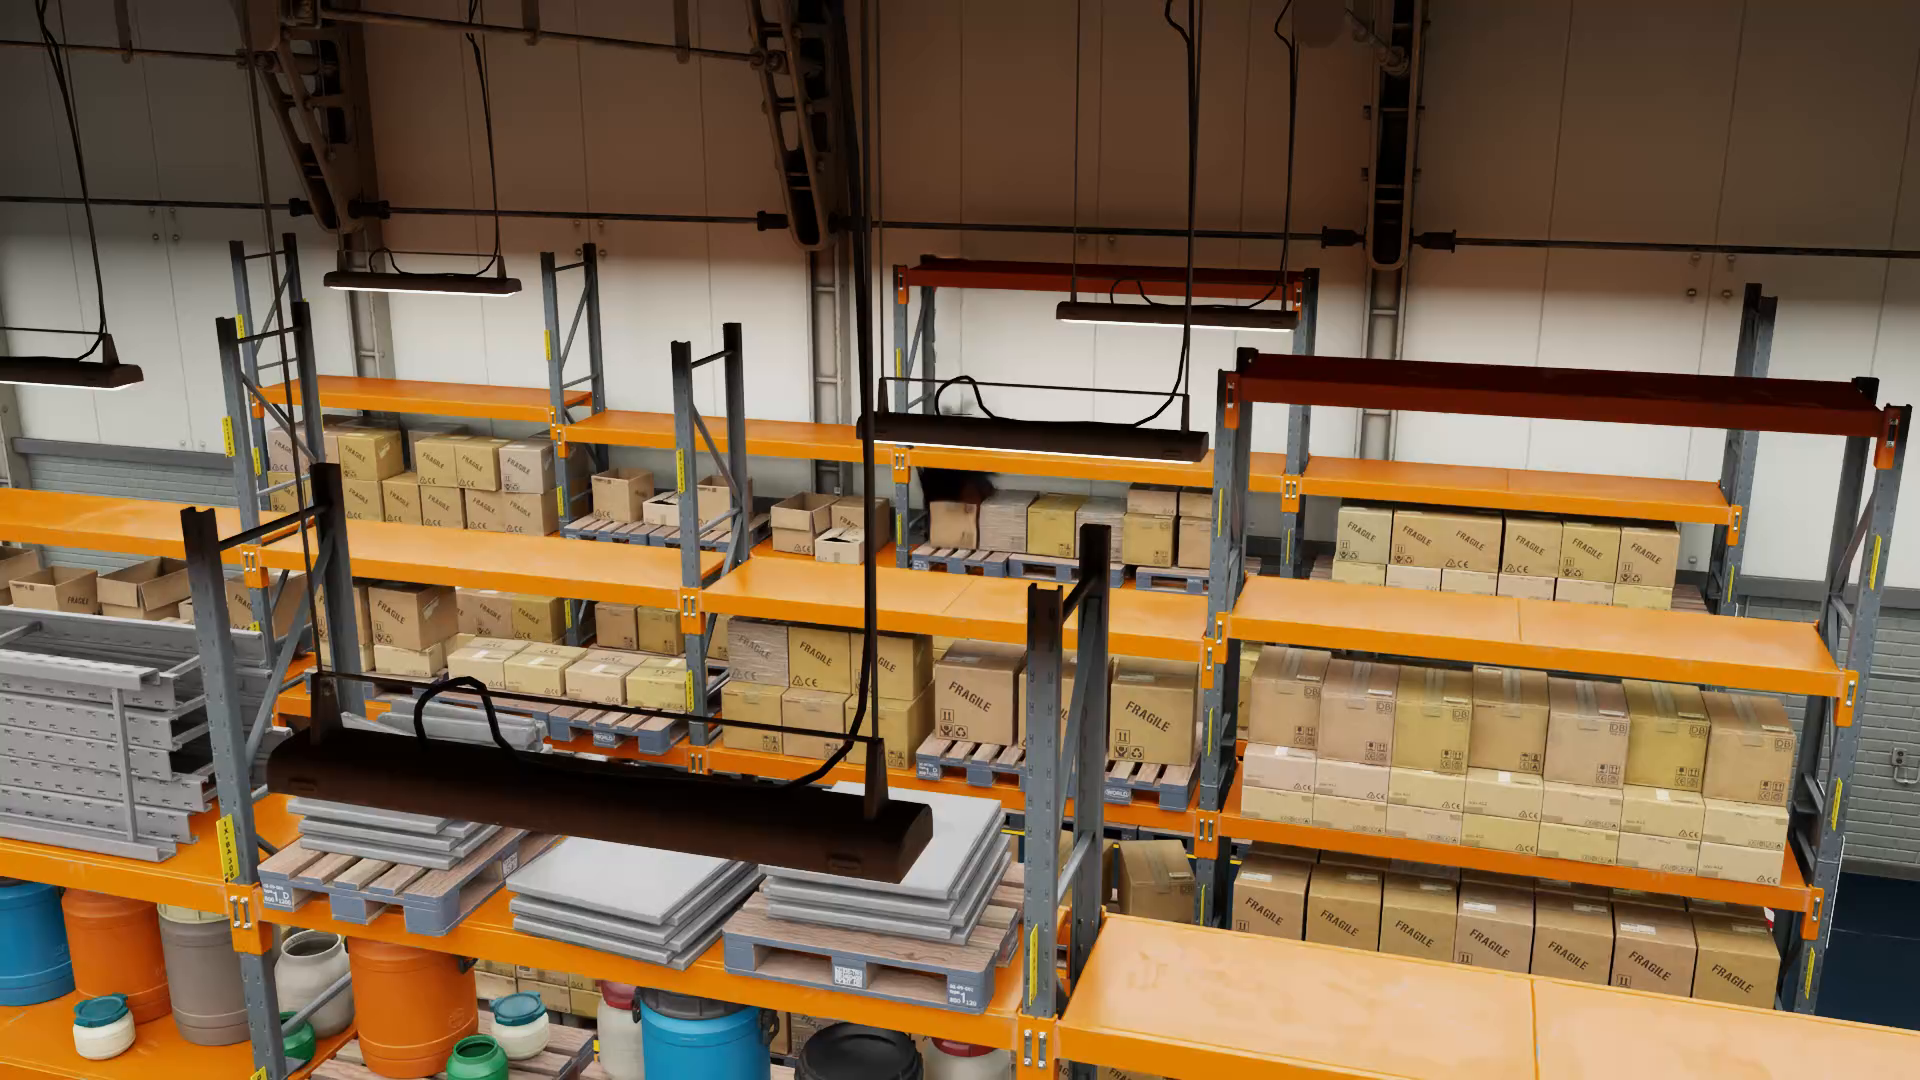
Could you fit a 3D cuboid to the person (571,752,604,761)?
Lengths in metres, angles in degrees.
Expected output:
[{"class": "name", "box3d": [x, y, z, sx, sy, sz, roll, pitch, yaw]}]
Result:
[{"class": "person", "box3d": [-3.612, 2.594, 16.640, 0.956, 1.805, 0.687, 3, 16, 10]}]

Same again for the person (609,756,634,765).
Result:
[{"class": "person", "box3d": [-3.279, 2.738, 16.171, 0.720, 1.740, 0.596, 4, 16, 12]}]
